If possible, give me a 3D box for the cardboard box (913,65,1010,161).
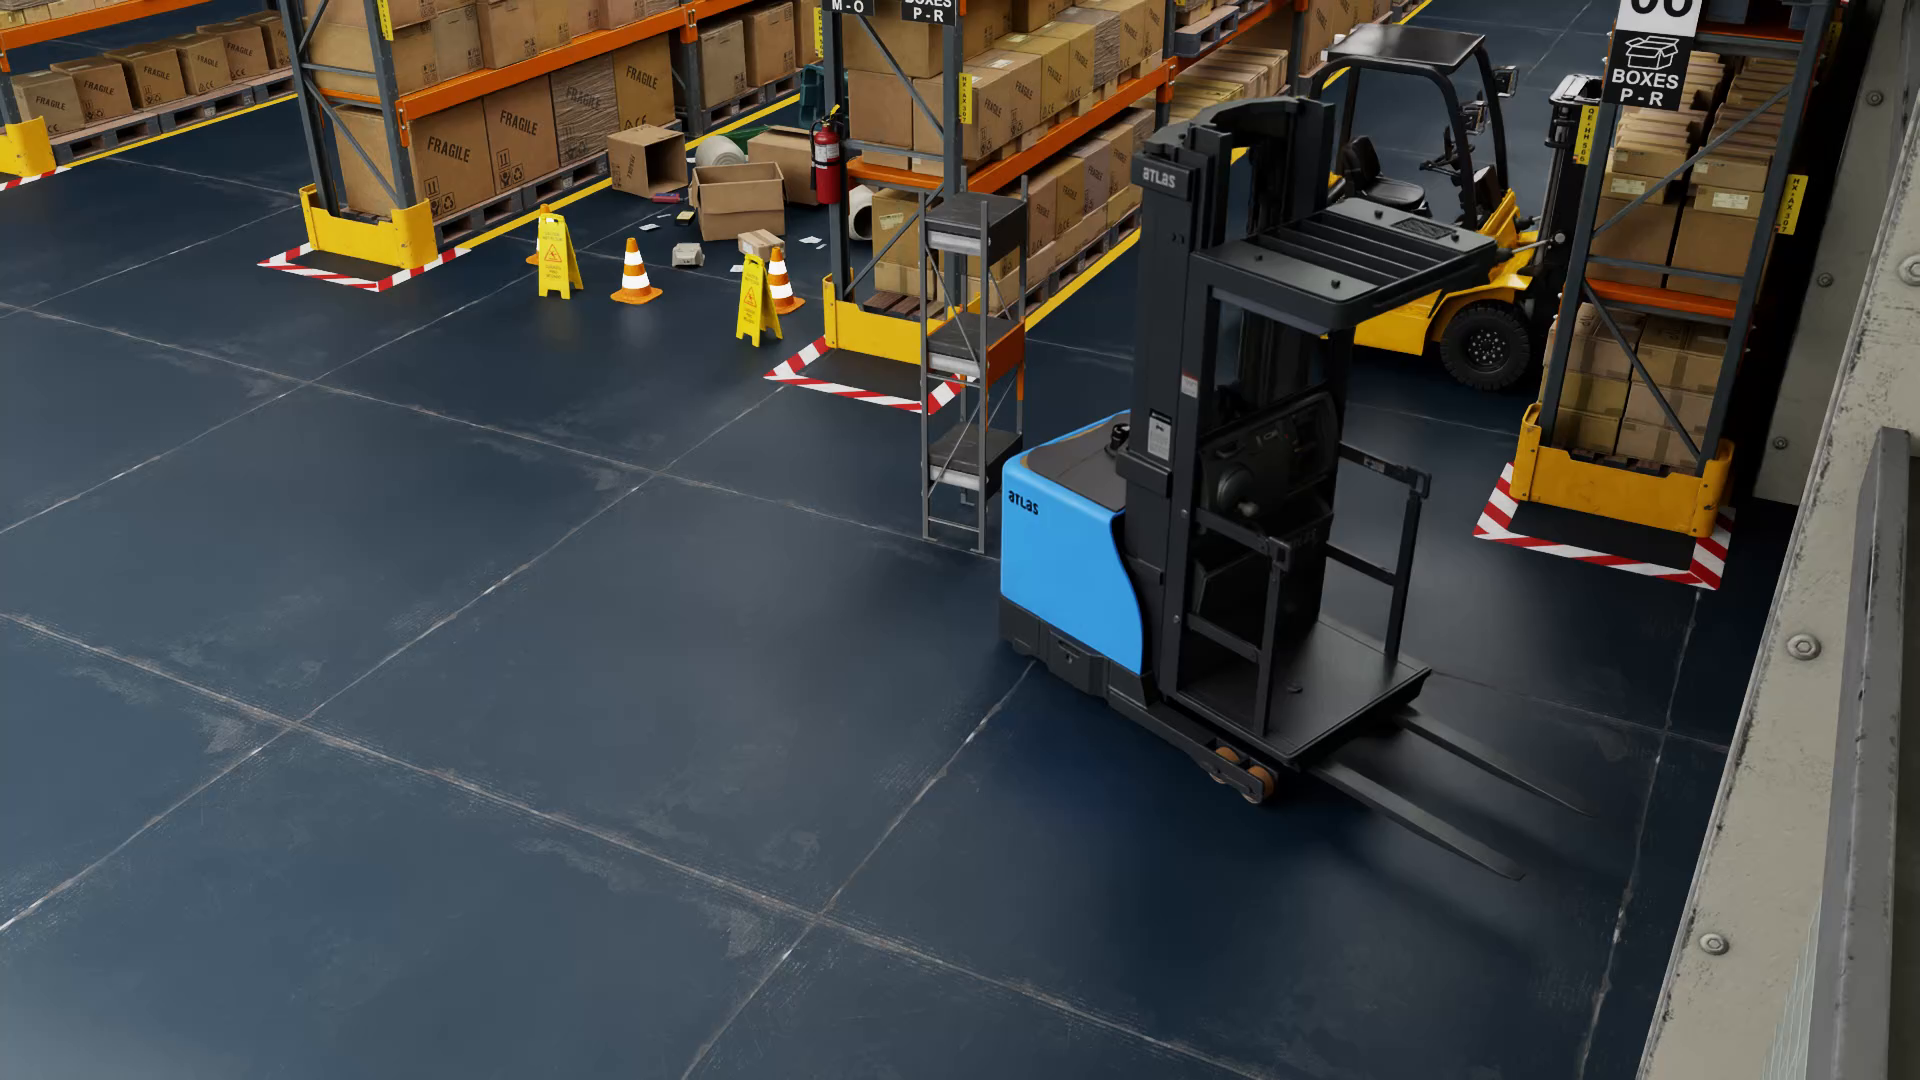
[{"bbox_3d":[0.012,-2.964,11.501,0.500,0.500,0.500,14,33,23],"label":"cardboard box"}]

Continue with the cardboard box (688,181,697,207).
[{"bbox_3d":[-2.225,-3.131,14.935,0.396,0.266,0.258,21,36,32],"label":"cardboard box"}]

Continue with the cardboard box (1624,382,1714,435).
[{"bbox_3d":[4.368,-0.888,10.122,0.500,0.250,0.500,15,33,24],"label":"cardboard box"}]

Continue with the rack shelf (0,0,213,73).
[{"bbox_3d":[-8.362,-5.468,16.982,1.077,0.370,4.000,14,33,23],"label":"rack shelf"}]

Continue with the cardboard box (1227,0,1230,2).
[{"bbox_3d":[2.355,-5.130,15.502,0.380,0.149,0.250,15,33,24],"label":"cardboard box"}]

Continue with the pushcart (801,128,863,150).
[{"bbox_3d":[-0.681,-3.776,15.947,1.648,0.377,0.936,4,30,6],"label":"pushcart"}]

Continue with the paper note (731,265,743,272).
[{"bbox_3d":[-1.793,-2.228,13.599,0.148,0.019,0.142,4,30,6],"label":"paper note"}]

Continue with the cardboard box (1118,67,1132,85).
[{"bbox_3d":[1.200,-3.887,13.760,0.380,0.149,0.250,14,33,24],"label":"cardboard box"}]

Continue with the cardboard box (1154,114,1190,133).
[{"bbox_3d":[1.608,-3.694,15.387,0.950,0.372,0.625,15,33,24],"label":"cardboard box"}]

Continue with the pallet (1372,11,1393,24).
[{"bbox_3d":[4.731,-6.396,20.676,1.003,0.211,1.213,14,33,23],"label":"pallet"}]

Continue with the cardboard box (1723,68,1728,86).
[{"bbox_3d":[5.202,-3.300,11.732,0.380,0.149,0.250,14,33,23],"label":"cardboard box"}]

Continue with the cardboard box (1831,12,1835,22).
[{"bbox_3d":[9.475,-5.654,18.671,0.500,0.500,0.500,14,33,23],"label":"cardboard box"}]

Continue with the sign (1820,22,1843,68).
[{"bbox_3d":[6.286,-3.578,12.020,0.100,0.325,0.005,14,33,23],"label":"sign"}]

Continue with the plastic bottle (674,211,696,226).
[{"bbox_3d":[-2.411,-2.840,14.633,0.133,0.061,0.283,4,30,6],"label":"plastic bottle"}]

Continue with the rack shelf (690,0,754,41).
[{"bbox_3d":[-2.171,-6.071,18.032,1.077,0.370,4.000,14,33,23],"label":"rack shelf"}]

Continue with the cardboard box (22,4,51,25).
[{"bbox_3d":[-8.800,-4.963,15.632,0.380,0.149,0.250,14,33,23],"label":"cardboard box"}]

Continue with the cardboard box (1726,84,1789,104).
[{"bbox_3d":[5.042,-2.754,10.483,0.380,0.149,0.250,14,33,24],"label":"cardboard box"}]

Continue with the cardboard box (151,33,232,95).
[{"bbox_3d":[-8.136,-5.047,17.616,0.500,0.500,0.500,11,32,19],"label":"cardboard box"}]

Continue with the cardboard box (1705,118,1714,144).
[{"bbox_3d":[4.657,-2.522,11.029,0.500,0.500,0.500,15,33,24],"label":"cardboard box"}]

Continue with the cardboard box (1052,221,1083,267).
[{"bbox_3d":[0.639,-2.399,13.255,0.500,0.250,0.500,17,34,27],"label":"cardboard box"}]

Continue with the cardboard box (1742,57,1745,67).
[{"bbox_3d":[6.015,-3.951,13.266,0.500,0.250,0.500,13,32,22],"label":"cardboard box"}]

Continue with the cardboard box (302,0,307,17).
[{"bbox_3d":[-7.152,-6.040,19.325,0.700,0.500,0.500,12,32,20],"label":"cardboard box"}]

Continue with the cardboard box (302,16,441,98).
[{"bbox_3d":[-4.775,-3.963,13.488,0.875,0.550,0.550,14,33,23],"label":"cardboard box"}]

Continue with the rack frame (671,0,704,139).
[{"bbox_3d":[-3.082,-5.496,16.309,1.000,3.000,0.127,14,33,23],"label":"rack frame"}]

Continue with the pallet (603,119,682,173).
[{"bbox_3d":[-3.498,-3.968,16.447,1.003,0.211,1.213,14,33,23],"label":"pallet"}]

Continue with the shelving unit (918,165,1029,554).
[{"bbox_3d":[0.075,-0.984,9.355,0.431,2.100,0.503,14,33,23],"label":"shelving unit"}]

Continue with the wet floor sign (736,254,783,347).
[{"bbox_3d":[-1.490,-1.782,12.206,0.232,0.644,0.267,-25,38,-36],"label":"wet floor sign"}]

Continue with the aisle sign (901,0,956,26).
[{"bbox_3d":[-0.203,-3.674,10.526,0.394,0.787,0.004,14,33,23],"label":"aisle sign"}]

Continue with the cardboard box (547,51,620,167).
[{"bbox_3d":[-3.838,-4.094,15.578,0.875,0.875,0.875,15,33,24],"label":"cardboard box"}]

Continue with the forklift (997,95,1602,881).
[{"bbox_3d":[1.548,-0.348,7.414,1.130,2.935,3.031,-24,37,-35],"label":"forklift"}]

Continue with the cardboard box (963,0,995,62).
[{"bbox_3d":[-0.176,-3.749,11.864,0.700,0.500,0.500,15,33,24],"label":"cardboard box"}]

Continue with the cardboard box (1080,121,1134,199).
[{"bbox_3d":[1.110,-3.184,13.869,0.500,0.500,0.500,15,33,24],"label":"cardboard box"}]

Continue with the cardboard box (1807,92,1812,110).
[{"bbox_3d":[5.597,-2.857,11.612,0.500,0.500,0.500,15,33,24],"label":"cardboard box"}]

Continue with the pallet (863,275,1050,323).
[{"bbox_3d":[-0.015,-1.821,12.710,1.003,0.211,1.213,14,33,23],"label":"pallet"}]

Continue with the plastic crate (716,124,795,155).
[{"bbox_3d":[-1.995,-3.928,16.343,0.662,0.188,0.450,-18,24,-28],"label":"plastic crate"}]

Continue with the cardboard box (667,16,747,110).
[{"bbox_3d":[-2.879,-4.998,17.279,1.050,0.750,0.750,14,33,23],"label":"cardboard box"}]

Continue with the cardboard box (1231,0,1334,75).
[{"bbox_3d":[3.582,-5.739,18.444,0.875,0.875,0.875,14,33,23],"label":"cardboard box"}]

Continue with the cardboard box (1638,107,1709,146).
[{"bbox_3d":[4.304,-2.513,10.063,0.380,0.149,0.250,15,33,24],"label":"cardboard box"}]

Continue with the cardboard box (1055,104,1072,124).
[{"bbox_3d":[0.641,-3.319,12.770,0.380,0.149,0.250,13,32,22],"label":"cardboard box"}]

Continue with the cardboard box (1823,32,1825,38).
[{"bbox_3d":[6.489,-3.833,13.061,0.500,0.250,0.500,14,33,23],"label":"cardboard box"}]

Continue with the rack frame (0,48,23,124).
[{"bbox_3d":[-9.273,-4.893,15.258,1.000,3.000,0.127,14,33,23],"label":"rack frame"}]

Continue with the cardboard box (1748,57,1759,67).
[{"bbox_3d":[5.655,-3.315,11.460,0.380,0.149,0.250,14,33,23],"label":"cardboard box"}]

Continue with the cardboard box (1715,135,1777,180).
[{"bbox_3d":[4.489,-2.178,9.481,0.380,0.149,0.250,15,33,25],"label":"cardboard box"}]

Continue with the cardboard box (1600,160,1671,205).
[{"bbox_3d":[3.878,-2.062,9.578,0.380,0.149,0.250,15,33,24],"label":"cardboard box"}]

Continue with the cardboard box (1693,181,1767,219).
[{"bbox_3d":[4.355,-1.937,9.359,0.380,0.149,0.250,13,32,22],"label":"cardboard box"}]

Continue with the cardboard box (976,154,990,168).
[{"bbox_3d":[-0.010,-2.755,11.787,0.380,0.149,0.250,15,33,24],"label":"cardboard box"}]

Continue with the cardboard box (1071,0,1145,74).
[{"bbox_3d":[1.162,-4.107,13.491,0.500,0.500,0.500,15,33,25],"label":"cardboard box"}]

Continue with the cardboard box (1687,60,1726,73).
[{"bbox_3d":[4.866,-3.084,11.058,0.380,0.149,0.250,14,33,23],"label":"cardboard box"}]

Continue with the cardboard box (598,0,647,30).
[{"bbox_3d":[-3.469,-5.146,15.549,0.875,0.550,0.550,14,33,23],"label":"cardboard box"}]

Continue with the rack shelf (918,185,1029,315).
[{"bbox_3d":[0.075,-1.579,9.013,0.431,0.518,0.480,14,33,23],"label":"rack shelf"}]

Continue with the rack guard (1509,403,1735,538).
[{"bbox_3d":[3.958,-0.426,9.990,1.175,0.500,0.348,14,33,23],"label":"rack guard"}]
